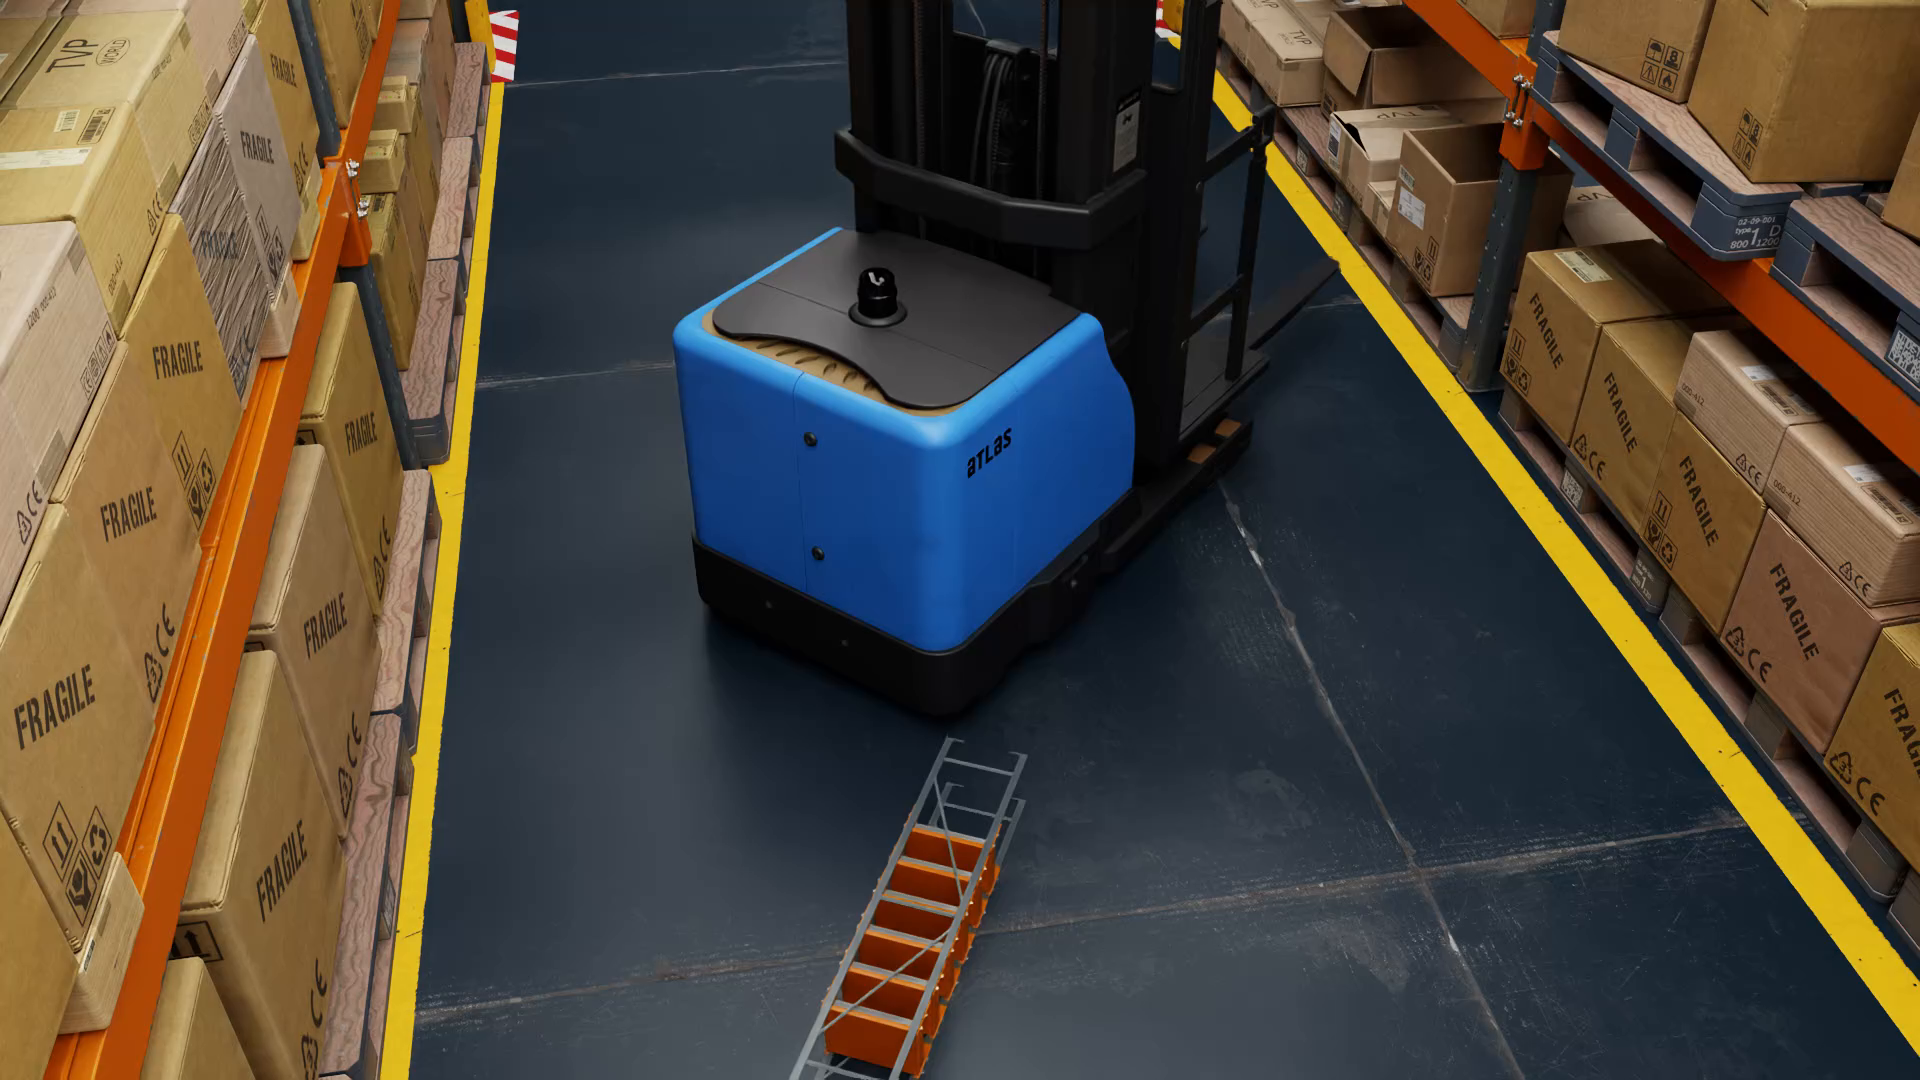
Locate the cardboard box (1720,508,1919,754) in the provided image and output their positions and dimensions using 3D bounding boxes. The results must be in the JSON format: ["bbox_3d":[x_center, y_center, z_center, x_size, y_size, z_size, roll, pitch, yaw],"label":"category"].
[{"bbox_3d":[2.577,0.221,4.699,0.500,0.500,0.500,-8,38,-10],"label":"cardboard box"}]

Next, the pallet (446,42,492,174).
[{"bbox_3d":[-2.901,-2.145,8.339,1.003,0.211,1.213,-6,38,-8],"label":"pallet"}]

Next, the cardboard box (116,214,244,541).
[{"bbox_3d":[-1.816,-0.305,3.358,0.500,0.500,0.500,-5,38,-7],"label":"cardboard box"}]

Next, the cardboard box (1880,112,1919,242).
[{"bbox_3d":[2.830,-0.984,4.148,0.700,0.500,0.500,-16,41,-19],"label":"cardboard box"}]

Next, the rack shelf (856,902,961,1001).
[{"bbox_3d":[-0.129,1.050,4.241,0.258,0.180,0.103,11,39,14],"label":"rack shelf"}]

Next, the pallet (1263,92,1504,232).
[{"bbox_3d":[2.123,-1.892,8.013,1.003,0.211,1.213,-6,38,-8],"label":"pallet"}]

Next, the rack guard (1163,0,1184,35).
[{"bbox_3d":[1.771,-3.223,9.491,1.175,0.500,0.348,-6,38,-8],"label":"rack guard"}]

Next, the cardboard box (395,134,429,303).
[{"bbox_3d":[-2.532,-1.250,6.609,0.700,0.500,0.500,-7,38,-8],"label":"cardboard box"}]

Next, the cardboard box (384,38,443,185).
[{"bbox_3d":[-2.720,-1.881,7.422,0.700,0.500,0.500,-7,38,-9],"label":"cardboard box"}]

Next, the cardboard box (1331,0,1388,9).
[{"bbox_3d":[2.078,-2.754,8.801,0.380,0.166,0.250,-6,38,-8],"label":"cardboard box"}]

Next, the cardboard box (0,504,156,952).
[{"bbox_3d":[-1.632,0.308,2.568,0.500,0.500,0.500,-5,38,-6],"label":"cardboard box"}]

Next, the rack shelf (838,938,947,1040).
[{"bbox_3d":[-0.166,1.120,4.151,0.258,0.180,0.103,11,39,14],"label":"rack shelf"}]

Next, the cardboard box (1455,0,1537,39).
[{"bbox_3d":[2.119,-2.153,5.995,0.500,0.500,0.500,-6,38,-7],"label":"cardboard box"}]

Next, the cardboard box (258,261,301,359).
[{"bbox_3d":[-1.906,-0.575,4.234,0.380,0.149,0.250,-6,38,-8],"label":"cardboard box"}]

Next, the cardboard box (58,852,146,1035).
[{"bbox_3d":[-1.544,0.656,2.649,0.380,0.149,0.250,-5,38,-7],"label":"cardboard box"}]

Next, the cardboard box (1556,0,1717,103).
[{"bbox_3d":[2.322,-1.735,5.114,0.700,0.500,0.500,-19,42,-23],"label":"cardboard box"}]

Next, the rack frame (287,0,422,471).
[{"bbox_3d":[-2.417,-1.305,4.984,1.000,3.000,0.127,-6,38,-8],"label":"rack frame"}]

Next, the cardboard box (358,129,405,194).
[{"bbox_3d":[-2.328,-1.429,6.310,0.380,0.149,0.250,-5,38,-6],"label":"cardboard box"}]

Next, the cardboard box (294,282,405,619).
[{"bbox_3d":[-2.175,-0.243,5.028,0.750,0.750,0.750,-6,38,-7],"label":"cardboard box"}]

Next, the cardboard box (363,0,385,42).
[{"bbox_3d":[-2.619,-2.194,5.884,0.980,0.700,0.700,-7,38,-9],"label":"cardboard box"}]

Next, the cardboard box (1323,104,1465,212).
[{"bbox_3d":[1.949,-1.718,7.350,0.500,0.311,0.500,-6,38,-8],"label":"cardboard box"}]

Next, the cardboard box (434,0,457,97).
[{"bbox_3d":[-2.897,-2.487,8.202,0.700,0.500,0.500,-6,38,-8],"label":"cardboard box"}]

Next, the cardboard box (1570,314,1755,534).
[{"bbox_3d":[2.409,-0.387,5.482,0.500,0.500,0.500,-6,38,-7],"label":"cardboard box"}]

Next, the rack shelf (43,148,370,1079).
[{"bbox_3d":[-2.066,0.188,3.650,1.077,0.370,4.000,-6,38,-8],"label":"rack shelf"}]

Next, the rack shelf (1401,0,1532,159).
[{"bbox_3d":[2.109,-2.764,7.449,1.077,0.370,4.000,-6,38,-8],"label":"rack shelf"}]

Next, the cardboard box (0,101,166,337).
[{"bbox_3d":[-1.824,-0.585,3.107,0.500,0.250,0.500,-7,38,-9],"label":"cardboard box"}]

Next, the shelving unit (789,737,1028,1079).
[{"bbox_3d":[-0.106,1.006,4.298,0.258,0.189,1.200,11,39,14],"label":"shelving unit"}]

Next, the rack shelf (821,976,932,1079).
[{"bbox_3d":[-0.202,1.190,4.060,0.258,0.180,0.103,11,39,14],"label":"rack shelf"}]

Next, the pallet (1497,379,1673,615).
[{"bbox_3d":[2.639,-0.251,5.901,1.003,0.211,1.213,-6,38,-8],"label":"pallet"}]

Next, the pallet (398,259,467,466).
[{"bbox_3d":[-2.473,-0.671,6.442,1.003,0.211,1.213,-6,38,-8],"label":"pallet"}]

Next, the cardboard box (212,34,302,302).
[{"bbox_3d":[-1.989,-0.911,4.137,0.500,0.500,0.500,-6,38,-8],"label":"cardboard box"}]

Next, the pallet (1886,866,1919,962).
[{"bbox_3d":[3.067,1.223,4.004,1.003,0.211,1.213,-6,38,-8],"label":"pallet"}]

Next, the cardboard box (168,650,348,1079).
[{"bbox_3d":[-1.863,0.806,3.677,0.750,0.750,0.750,-6,38,-8],"label":"cardboard box"}]

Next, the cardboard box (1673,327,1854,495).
[{"bbox_3d":[2.480,-0.400,4.888,0.500,0.250,0.500,-6,38,-8],"label":"cardboard box"}]

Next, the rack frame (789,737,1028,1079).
[{"bbox_3d":[-0.106,0.933,4.242,0.240,0.006,1.200,11,39,14],"label":"rack frame"}]

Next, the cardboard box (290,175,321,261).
[{"bbox_3d":[-2.012,-0.890,4.639,0.380,0.149,0.250,-6,38,-7],"label":"cardboard box"}]

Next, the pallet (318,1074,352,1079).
[{"bbox_3d":[-1.780,1.728,3.353,1.003,0.211,1.213,-6,38,-8],"label":"pallet"}]

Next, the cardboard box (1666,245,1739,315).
[{"bbox_3d":[2.828,-0.759,5.961,0.500,0.500,0.500,-6,38,-8],"label":"cardboard box"}]

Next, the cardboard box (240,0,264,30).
[{"bbox_3d":[-2.083,-1.511,4.298,0.500,0.250,0.500,-5,38,-7],"label":"cardboard box"}]

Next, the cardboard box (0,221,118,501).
[{"bbox_3d":[-1.728,-0.278,2.711,0.500,0.250,0.500,-6,38,-8],"label":"cardboard box"}]

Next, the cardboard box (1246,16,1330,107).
[{"bbox_3d":[1.749,-2.381,8.252,0.500,0.250,0.500,-6,38,-8],"label":"cardboard box"}]

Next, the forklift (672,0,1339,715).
[{"bbox_3d":[0.414,-1.495,5.285,1.130,2.935,3.031,24,44,27],"label":"forklift"}]

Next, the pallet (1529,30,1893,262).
[{"bbox_3d":[2.492,-1.269,5.095,1.003,0.211,1.213,-6,38,-8],"label":"pallet"}]

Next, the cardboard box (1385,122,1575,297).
[{"bbox_3d":[2.080,-1.340,6.709,0.500,0.500,0.500,-6,38,-8],"label":"cardboard box"}]

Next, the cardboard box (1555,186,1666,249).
[{"bbox_3d":[2.599,-1.228,6.719,0.500,0.311,0.500,-6,38,-8],"label":"cardboard box"}]

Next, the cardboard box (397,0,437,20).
[{"bbox_3d":[-2.650,-2.531,7.730,0.380,0.149,0.250,-5,38,-7],"label":"cardboard box"}]
